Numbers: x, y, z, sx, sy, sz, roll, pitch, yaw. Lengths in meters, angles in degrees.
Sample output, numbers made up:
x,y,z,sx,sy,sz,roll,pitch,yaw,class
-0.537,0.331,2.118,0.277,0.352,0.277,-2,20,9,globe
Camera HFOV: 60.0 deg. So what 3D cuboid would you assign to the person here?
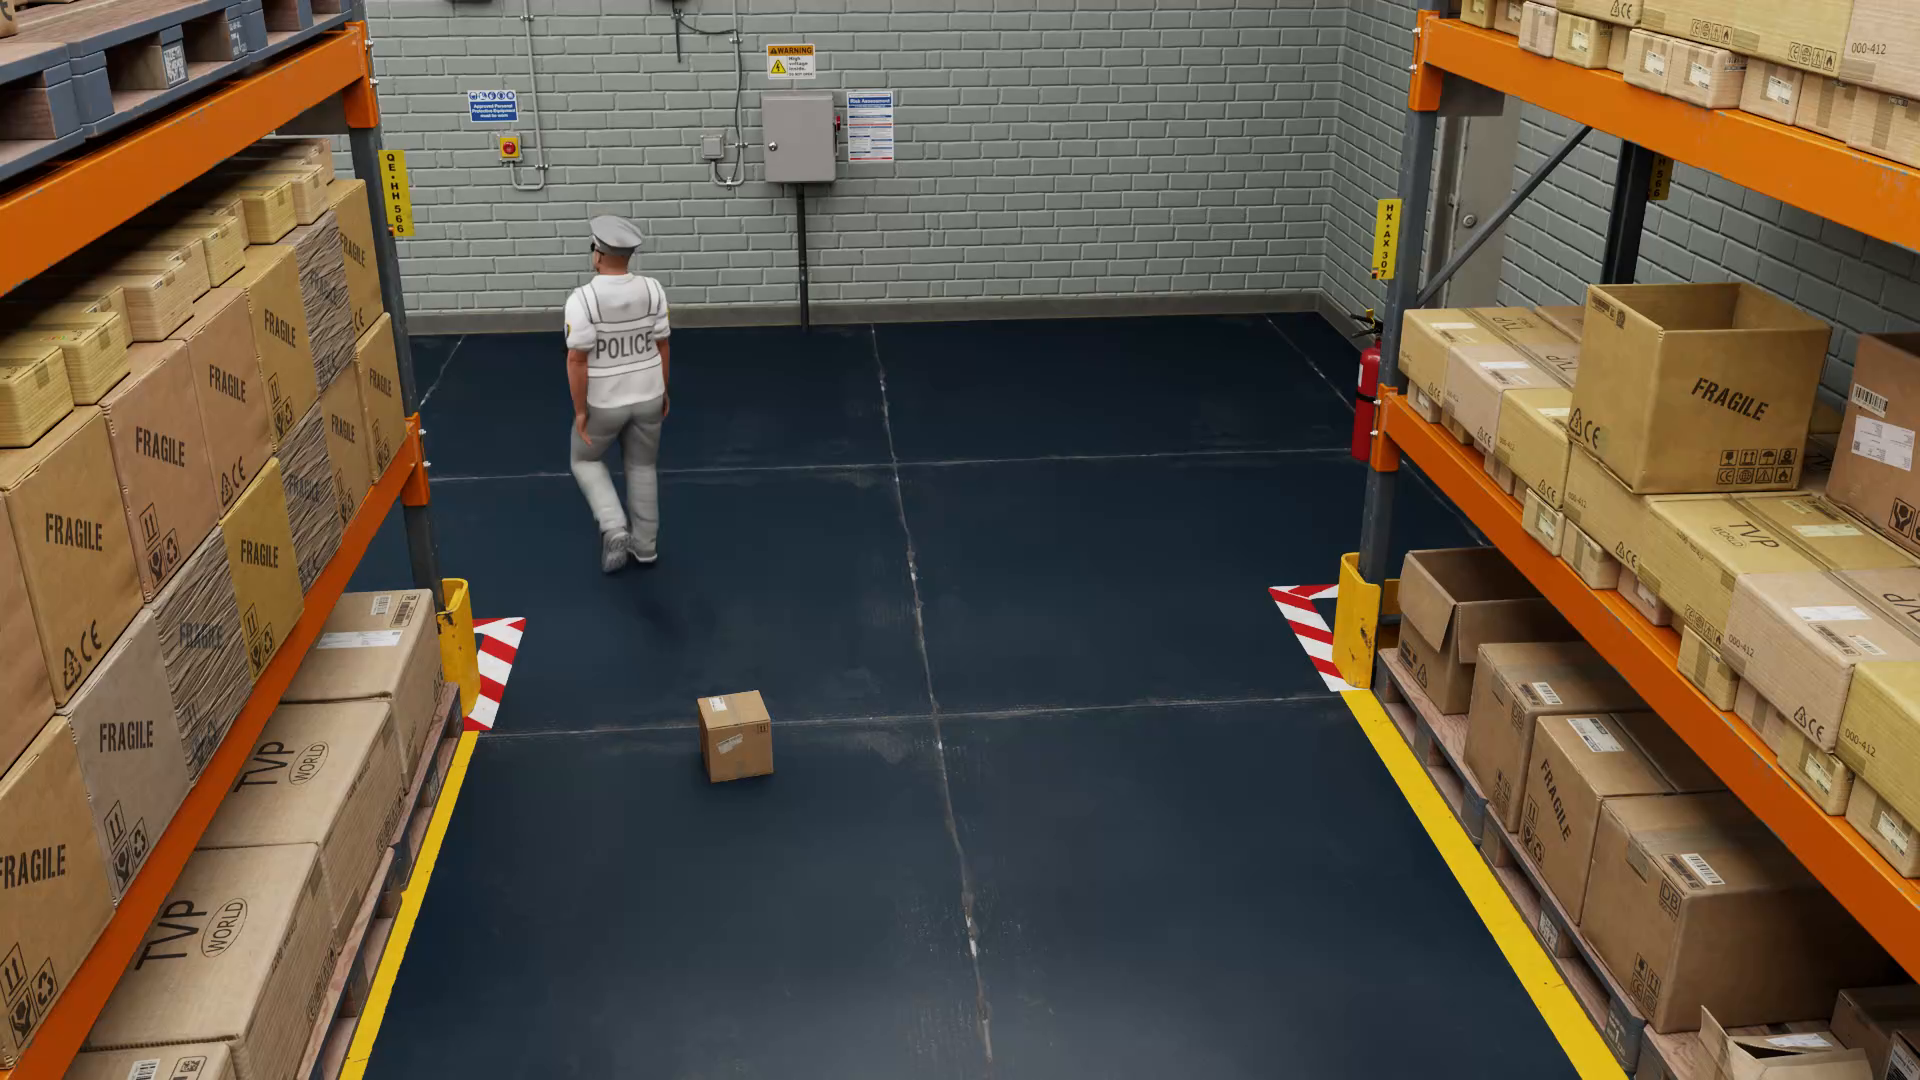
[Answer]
x,y,z,sx,sy,sz,roll,pitch,yaw,class
-1.670,-0.704,8.142,0.545,1.786,0.484,-13,27,-27,person
